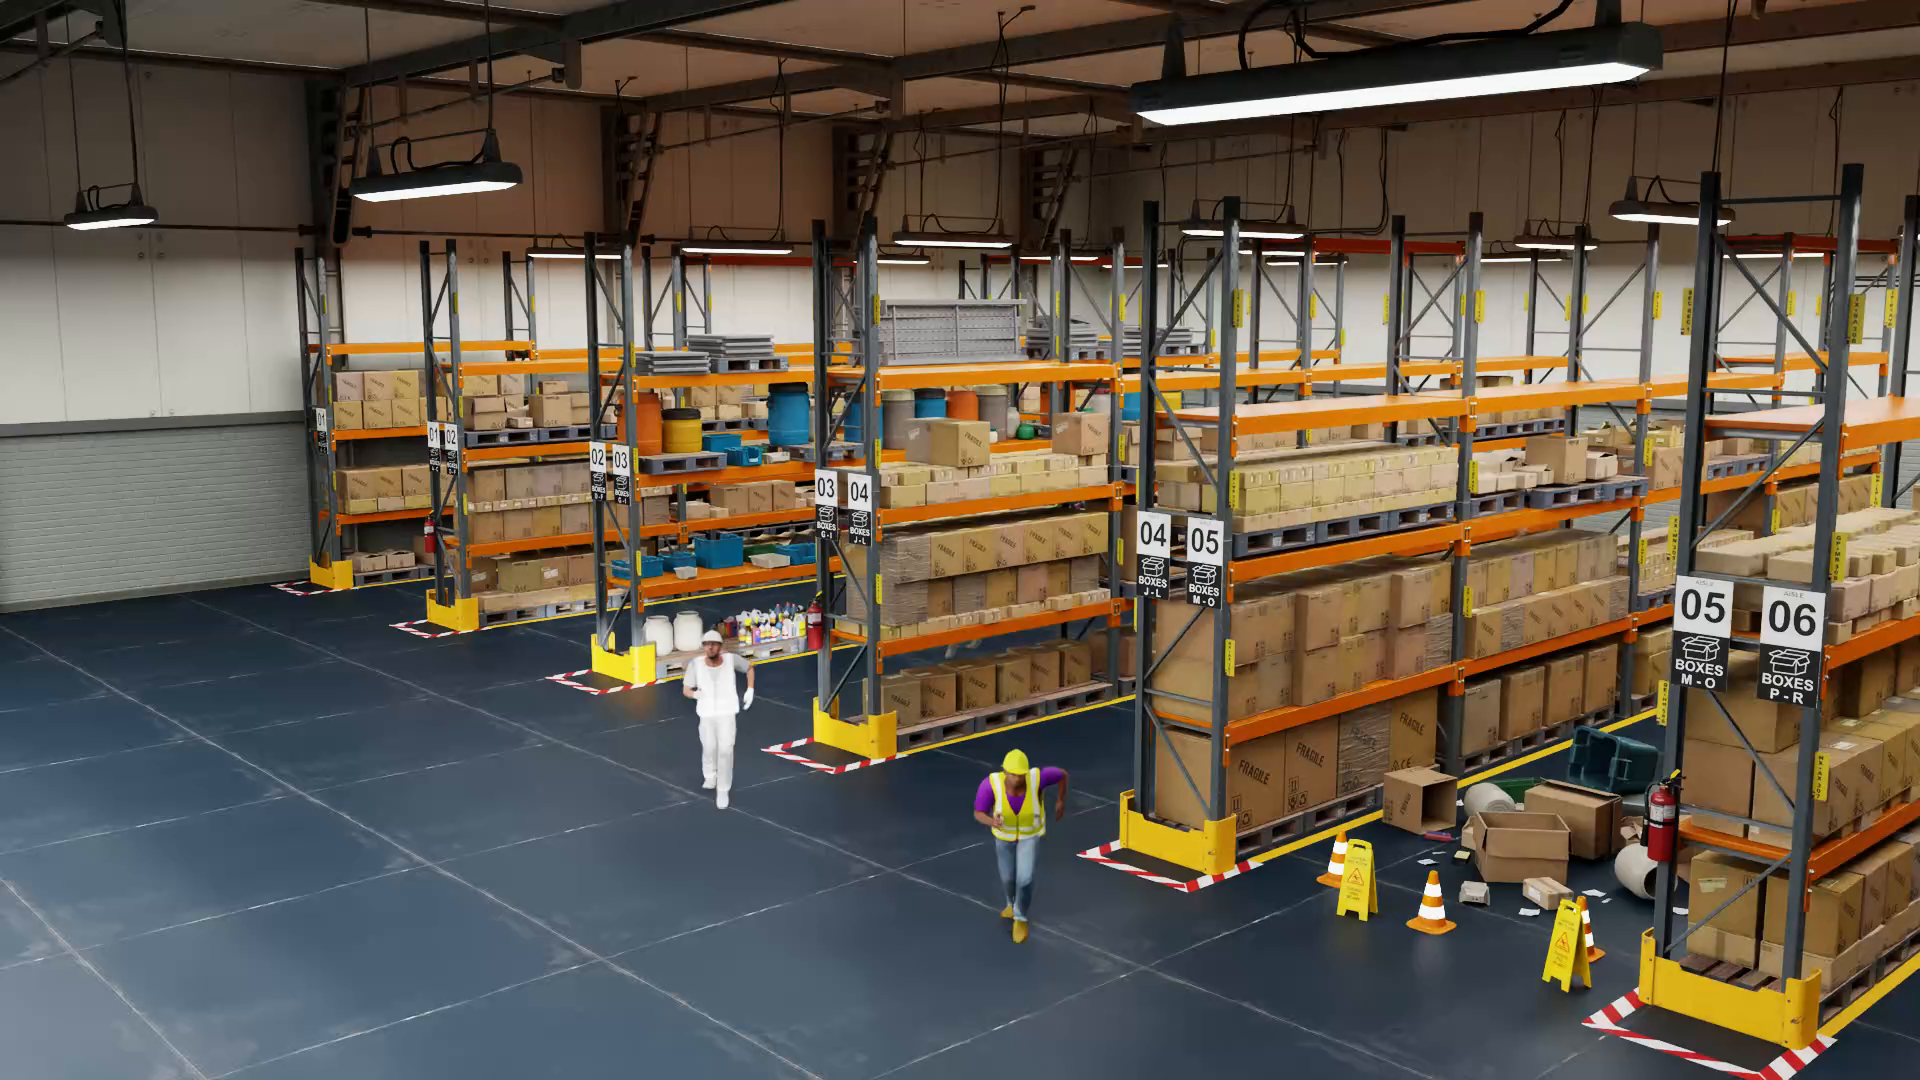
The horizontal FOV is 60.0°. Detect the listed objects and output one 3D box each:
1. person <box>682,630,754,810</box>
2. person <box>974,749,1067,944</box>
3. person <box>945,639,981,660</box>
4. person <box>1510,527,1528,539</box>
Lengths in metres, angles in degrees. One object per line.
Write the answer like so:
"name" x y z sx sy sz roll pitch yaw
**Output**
"person" -2.470 1.810 17.021 0.697 1.828 0.909 0 8 -1
"person" 0.489 2.422 13.399 0.740 1.669 0.973 1 8 4
"person" 0.018 0.733 22.732 0.576 1.799 0.705 6 10 35
"person" 8.555 0.588 25.489 0.704 1.735 0.637 8 12 44
